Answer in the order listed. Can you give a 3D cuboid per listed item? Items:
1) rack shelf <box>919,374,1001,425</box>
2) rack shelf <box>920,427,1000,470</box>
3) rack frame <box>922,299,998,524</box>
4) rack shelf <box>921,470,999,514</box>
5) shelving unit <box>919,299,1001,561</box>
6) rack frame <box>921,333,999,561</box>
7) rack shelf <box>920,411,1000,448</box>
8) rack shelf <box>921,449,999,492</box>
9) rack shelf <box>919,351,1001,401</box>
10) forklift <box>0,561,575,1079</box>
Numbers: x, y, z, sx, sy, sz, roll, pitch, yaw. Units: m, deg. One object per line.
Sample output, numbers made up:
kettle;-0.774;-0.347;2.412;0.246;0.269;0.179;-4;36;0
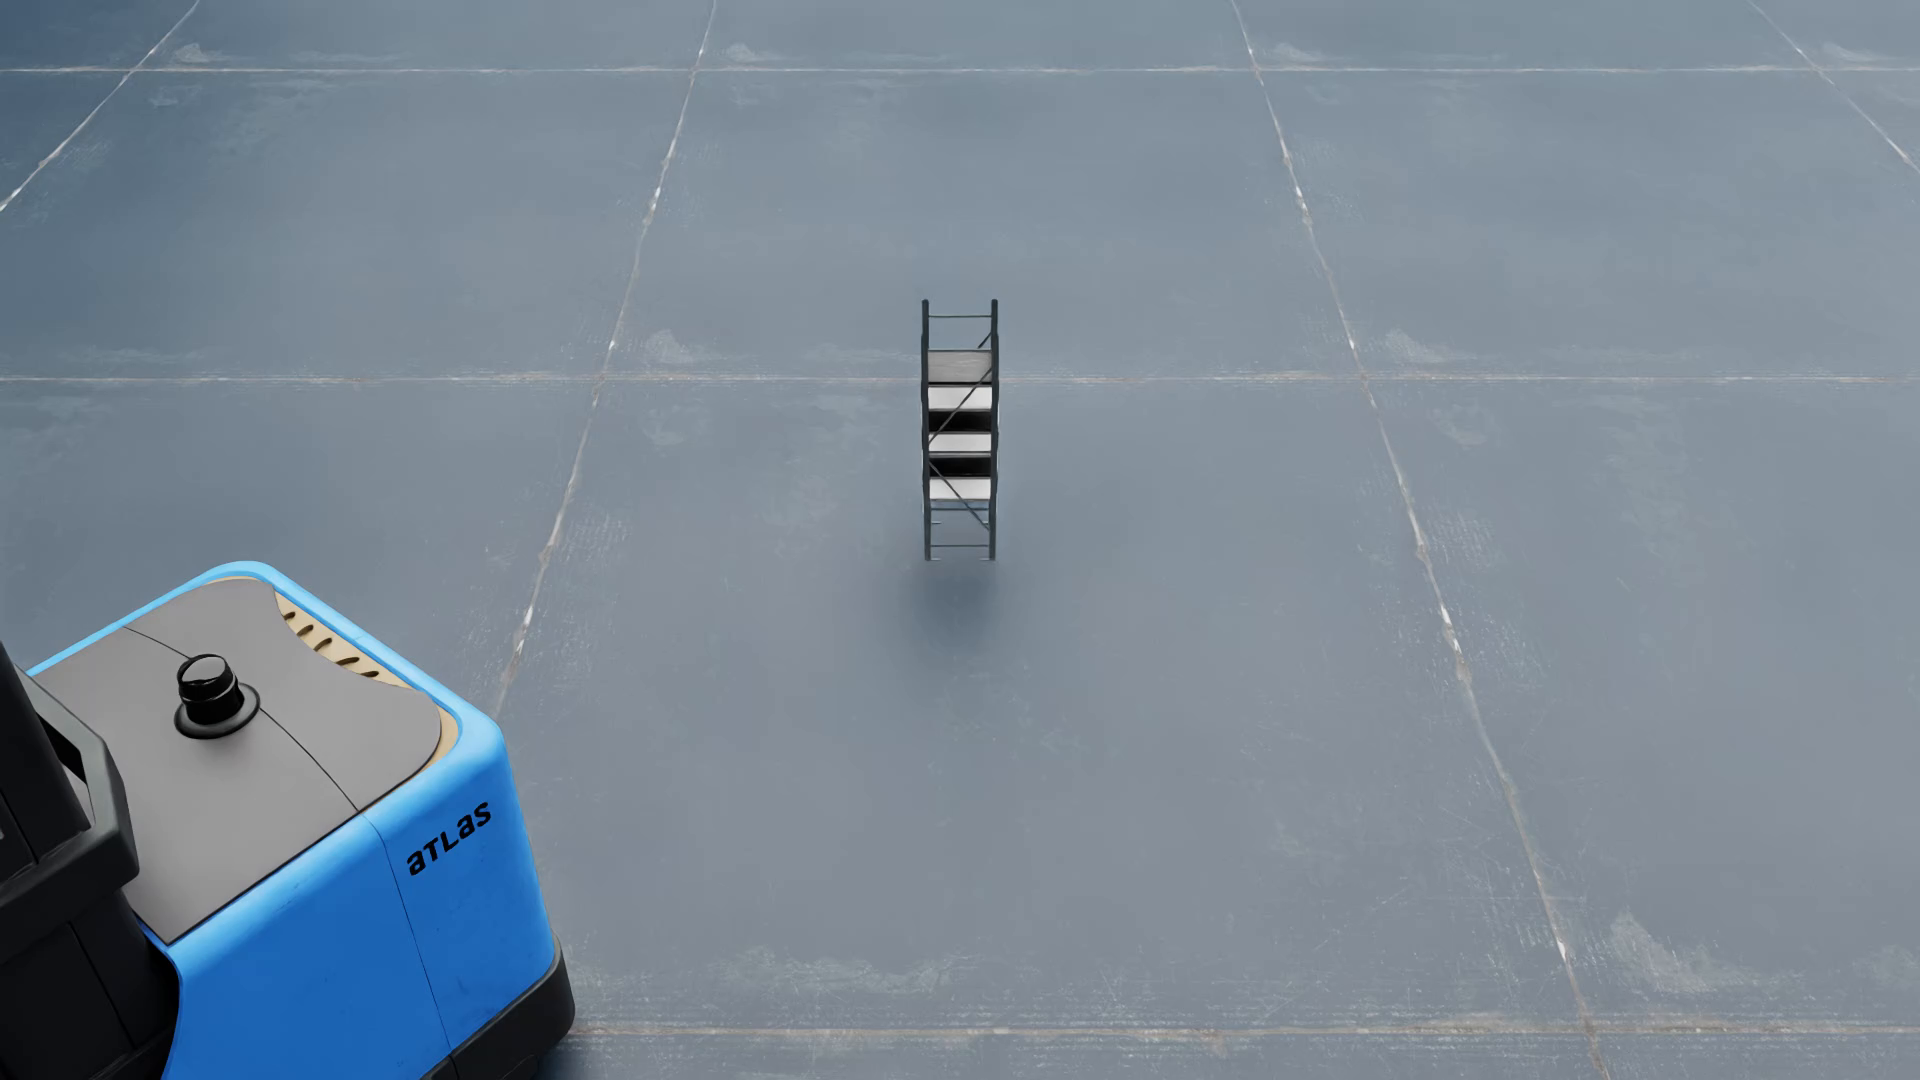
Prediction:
rack shelf;0.000;-0.461;5.371;0.258;0.077;0.200;0;39;0
rack shelf;0.000;-0.320;5.483;0.258;0.077;0.200;0;39;0
rack frame;0.000;-0.410;5.542;0.240;0.900;0.006;0;39;0
rack shelf;0.000;-0.180;5.596;0.258;0.077;0.200;0;39;0
shelving unit;0.000;-0.346;5.462;0.258;0.900;0.210;0;39;0
rack frame;0.000;-0.282;5.383;0.240;0.900;0.006;0;39;0
rack shelf;0.000;-0.390;5.427;0.258;0.077;0.200;0;39;0
rack shelf;0.000;-0.250;5.539;0.258;0.077;0.200;0;39;0
rack shelf;0.000;-0.531;5.314;0.258;0.077;0.200;0;39;0
forklift;-2.276;0.625;2.626;1.130;2.935;3.031;27;46;29
